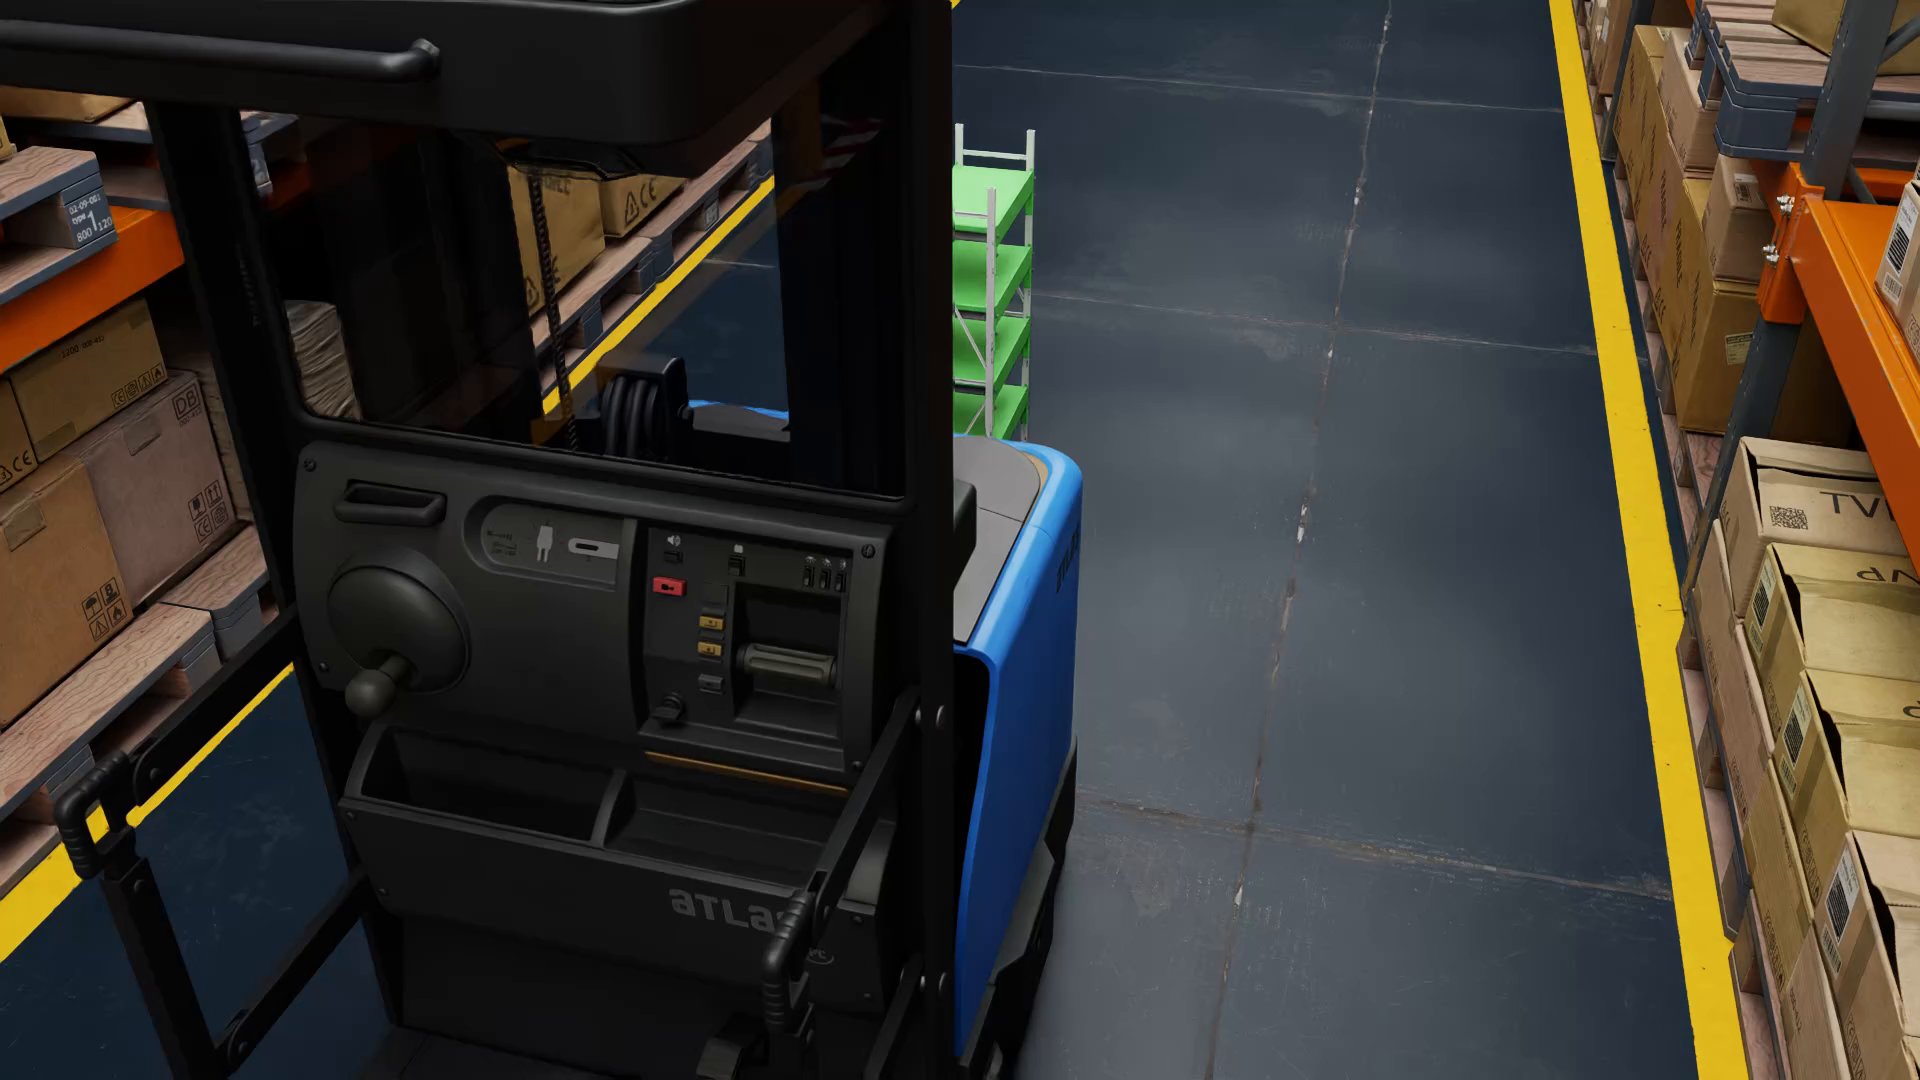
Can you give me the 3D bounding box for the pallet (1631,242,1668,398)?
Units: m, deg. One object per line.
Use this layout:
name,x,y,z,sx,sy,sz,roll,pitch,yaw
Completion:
pallet,3.170,-0.844,6.381,1.003,0.211,1.213,8,33,12

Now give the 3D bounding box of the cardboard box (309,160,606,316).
cardboard box,-1.847,-1.314,6.133,0.750,0.750,0.750,8,33,12

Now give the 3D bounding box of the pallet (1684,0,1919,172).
pallet,2.736,-1.288,4.659,1.213,0.211,1.003,8,33,12

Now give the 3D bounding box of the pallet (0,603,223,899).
pallet,-2.671,0.533,4.215,1.003,0.211,1.213,8,33,12

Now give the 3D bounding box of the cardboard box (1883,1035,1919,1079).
cardboard box,1.698,1.036,2.473,0.500,0.311,0.500,8,33,12

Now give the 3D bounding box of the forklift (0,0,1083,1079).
forklift,-0.613,0.163,2.261,1.130,2.935,3.031,9,33,13

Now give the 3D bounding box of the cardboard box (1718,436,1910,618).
cardboard box,2.215,-0.029,4.149,0.500,0.311,0.500,9,34,14

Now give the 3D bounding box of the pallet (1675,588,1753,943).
pallet,2.386,0.591,4.124,1.003,0.211,1.213,8,33,12

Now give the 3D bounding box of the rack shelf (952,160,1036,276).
rack shelf,0.042,-0.943,4.840,0.258,0.148,0.480,8,33,12

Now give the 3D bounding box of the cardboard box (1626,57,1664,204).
cardboard box,3.164,-1.718,7.076,0.500,0.500,0.500,8,33,13

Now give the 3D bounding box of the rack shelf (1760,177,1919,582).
rack shelf,2.125,0.334,2.600,1.077,0.370,4.000,8,33,12

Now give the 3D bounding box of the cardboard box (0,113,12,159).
cardboard box,-2.564,-1.013,3.545,0.700,0.500,0.500,8,33,12

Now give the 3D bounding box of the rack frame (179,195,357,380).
rack frame,-2.160,-1.680,5.097,1.000,3.000,0.127,8,33,12

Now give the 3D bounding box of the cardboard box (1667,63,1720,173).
cardboard box,2.908,-1.533,6.087,0.500,0.250,0.500,7,33,11

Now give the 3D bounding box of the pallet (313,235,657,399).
pallet,-1.887,-0.902,6.473,1.003,0.211,1.213,8,33,12

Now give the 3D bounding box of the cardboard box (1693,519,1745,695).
cardboard box,2.215,0.207,4.300,0.500,0.250,0.500,8,33,12

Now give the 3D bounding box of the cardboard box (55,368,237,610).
cardboard box,-2.536,-0.179,4.655,0.700,0.500,0.500,8,33,12

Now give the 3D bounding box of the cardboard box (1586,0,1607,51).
cardboard box,3.708,-2.858,9.046,0.500,0.311,0.500,8,33,12

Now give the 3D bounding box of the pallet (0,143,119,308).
pallet,-2.623,-0.566,3.524,1.003,0.211,1.213,8,33,12

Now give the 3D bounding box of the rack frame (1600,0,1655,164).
rack frame,3.647,-3.083,7.304,1.000,3.000,0.127,8,33,12

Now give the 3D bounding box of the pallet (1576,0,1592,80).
pallet,4.130,-2.898,9.612,1.003,0.211,1.213,8,33,12

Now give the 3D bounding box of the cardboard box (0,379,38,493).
cardboard box,-2.623,-0.192,3.977,0.500,0.250,0.500,8,33,12

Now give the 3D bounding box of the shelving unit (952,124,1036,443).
shelving unit,0.042,-0.592,5.063,0.258,1.200,0.503,8,33,12

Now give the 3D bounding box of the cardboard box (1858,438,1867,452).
cardboard box,3.024,-0.336,4.902,0.500,0.500,0.500,9,34,14

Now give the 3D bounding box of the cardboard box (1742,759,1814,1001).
cardboard box,1.963,0.739,3.463,0.500,0.250,0.500,7,33,11

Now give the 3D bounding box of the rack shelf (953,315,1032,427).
rack shelf,0.042,-0.538,5.098,0.258,0.148,0.480,8,33,12

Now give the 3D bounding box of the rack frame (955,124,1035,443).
rack frame,0.104,-0.719,5.262,0.240,1.200,0.015,8,33,12

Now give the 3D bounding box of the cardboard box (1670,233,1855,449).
cardboard box,2.643,-0.656,5.405,0.500,0.500,0.500,9,34,14

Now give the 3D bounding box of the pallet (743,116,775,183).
pallet,-1.268,-2.168,8.464,1.003,0.211,1.213,8,33,12

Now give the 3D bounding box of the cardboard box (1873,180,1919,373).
cardboard box,2.218,-0.532,3.374,0.500,0.311,0.500,8,33,12

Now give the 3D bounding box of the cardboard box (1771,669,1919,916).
cardboard box,1.959,0.509,3.303,0.500,0.311,0.500,7,33,11

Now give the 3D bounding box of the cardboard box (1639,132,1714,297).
cardboard box,2.901,-1.197,6.258,0.500,0.500,0.500,7,33,11

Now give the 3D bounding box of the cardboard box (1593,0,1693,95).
cardboard box,3.518,-2.548,8.383,0.500,0.500,0.500,8,33,12
